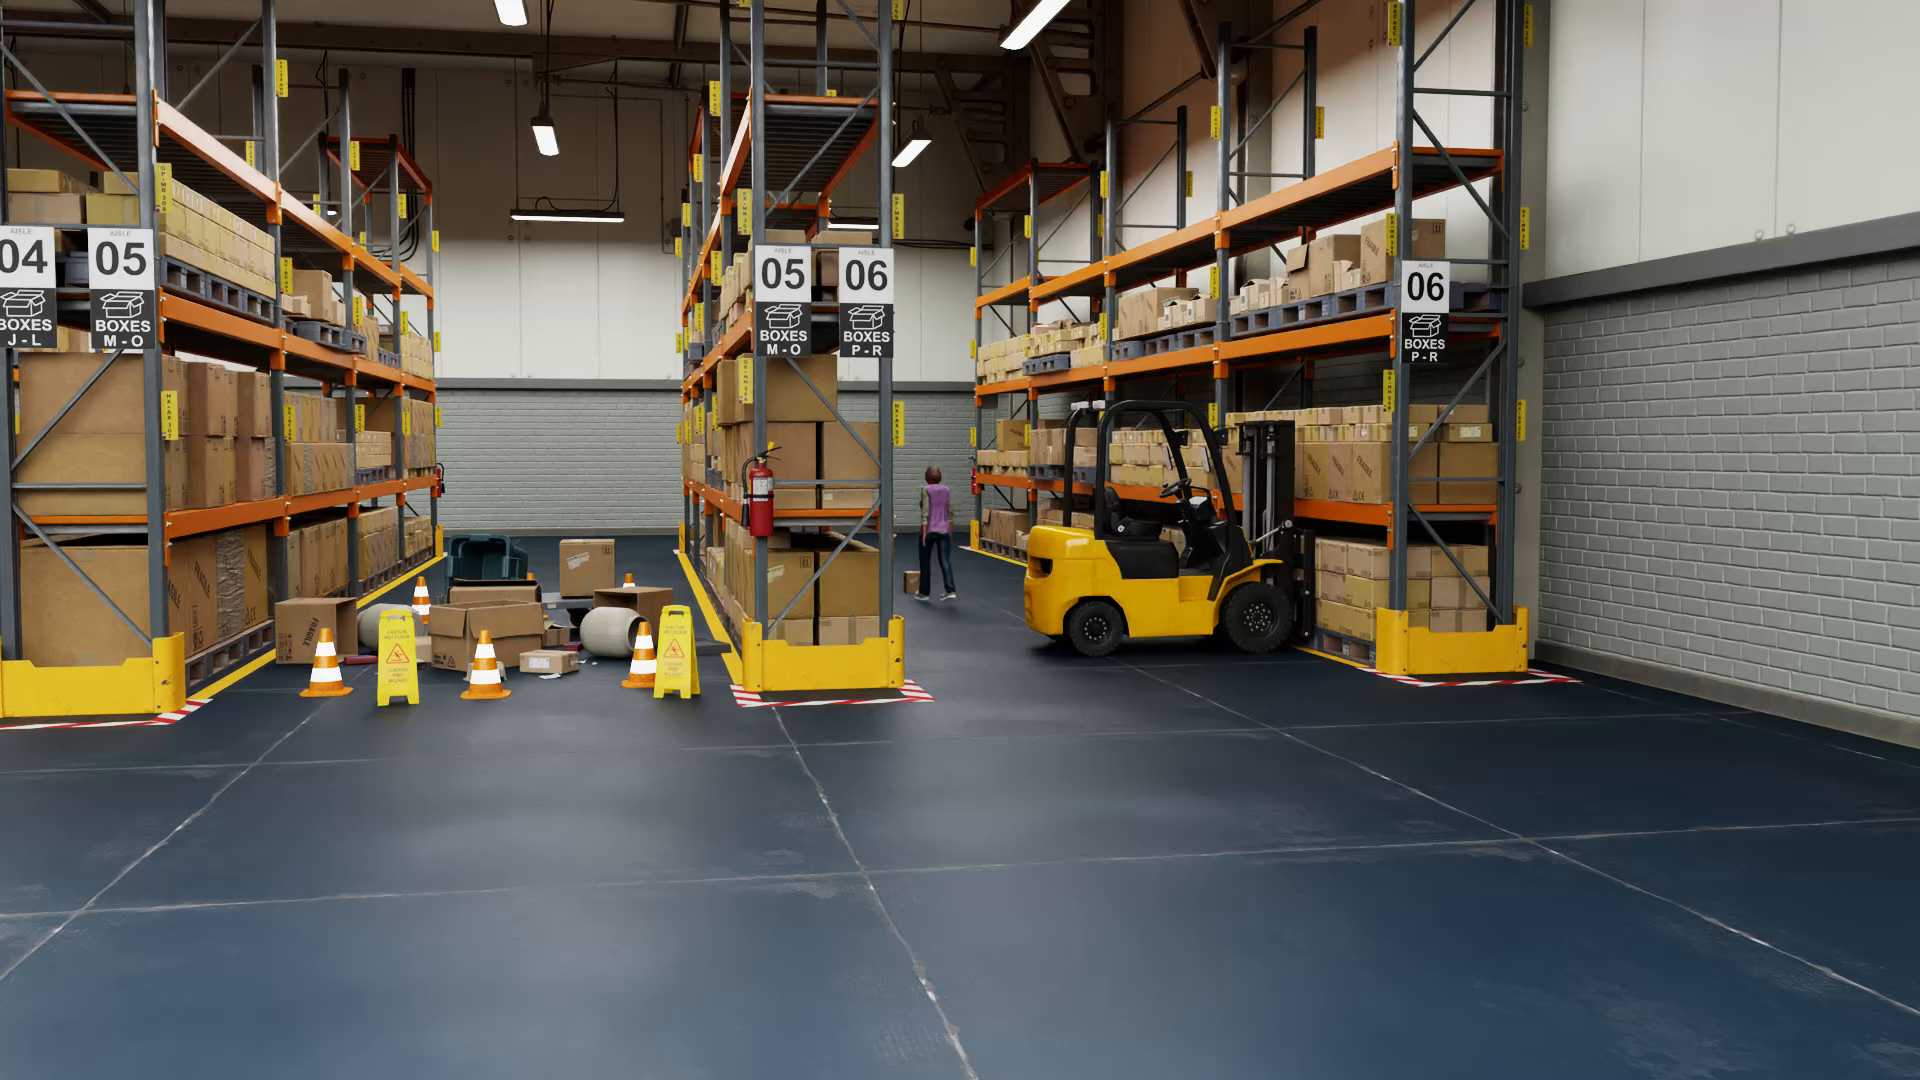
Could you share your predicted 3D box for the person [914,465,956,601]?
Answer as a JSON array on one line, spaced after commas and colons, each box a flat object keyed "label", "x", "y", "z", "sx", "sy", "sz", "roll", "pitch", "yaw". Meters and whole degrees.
[{"label": "person", "x": -0.255, "y": -0.074, "z": 18.753, "sx": 0.431, "sy": 1.541, "sz": 0.947, "roll": -1, "pitch": 3, "yaw": -20}]
